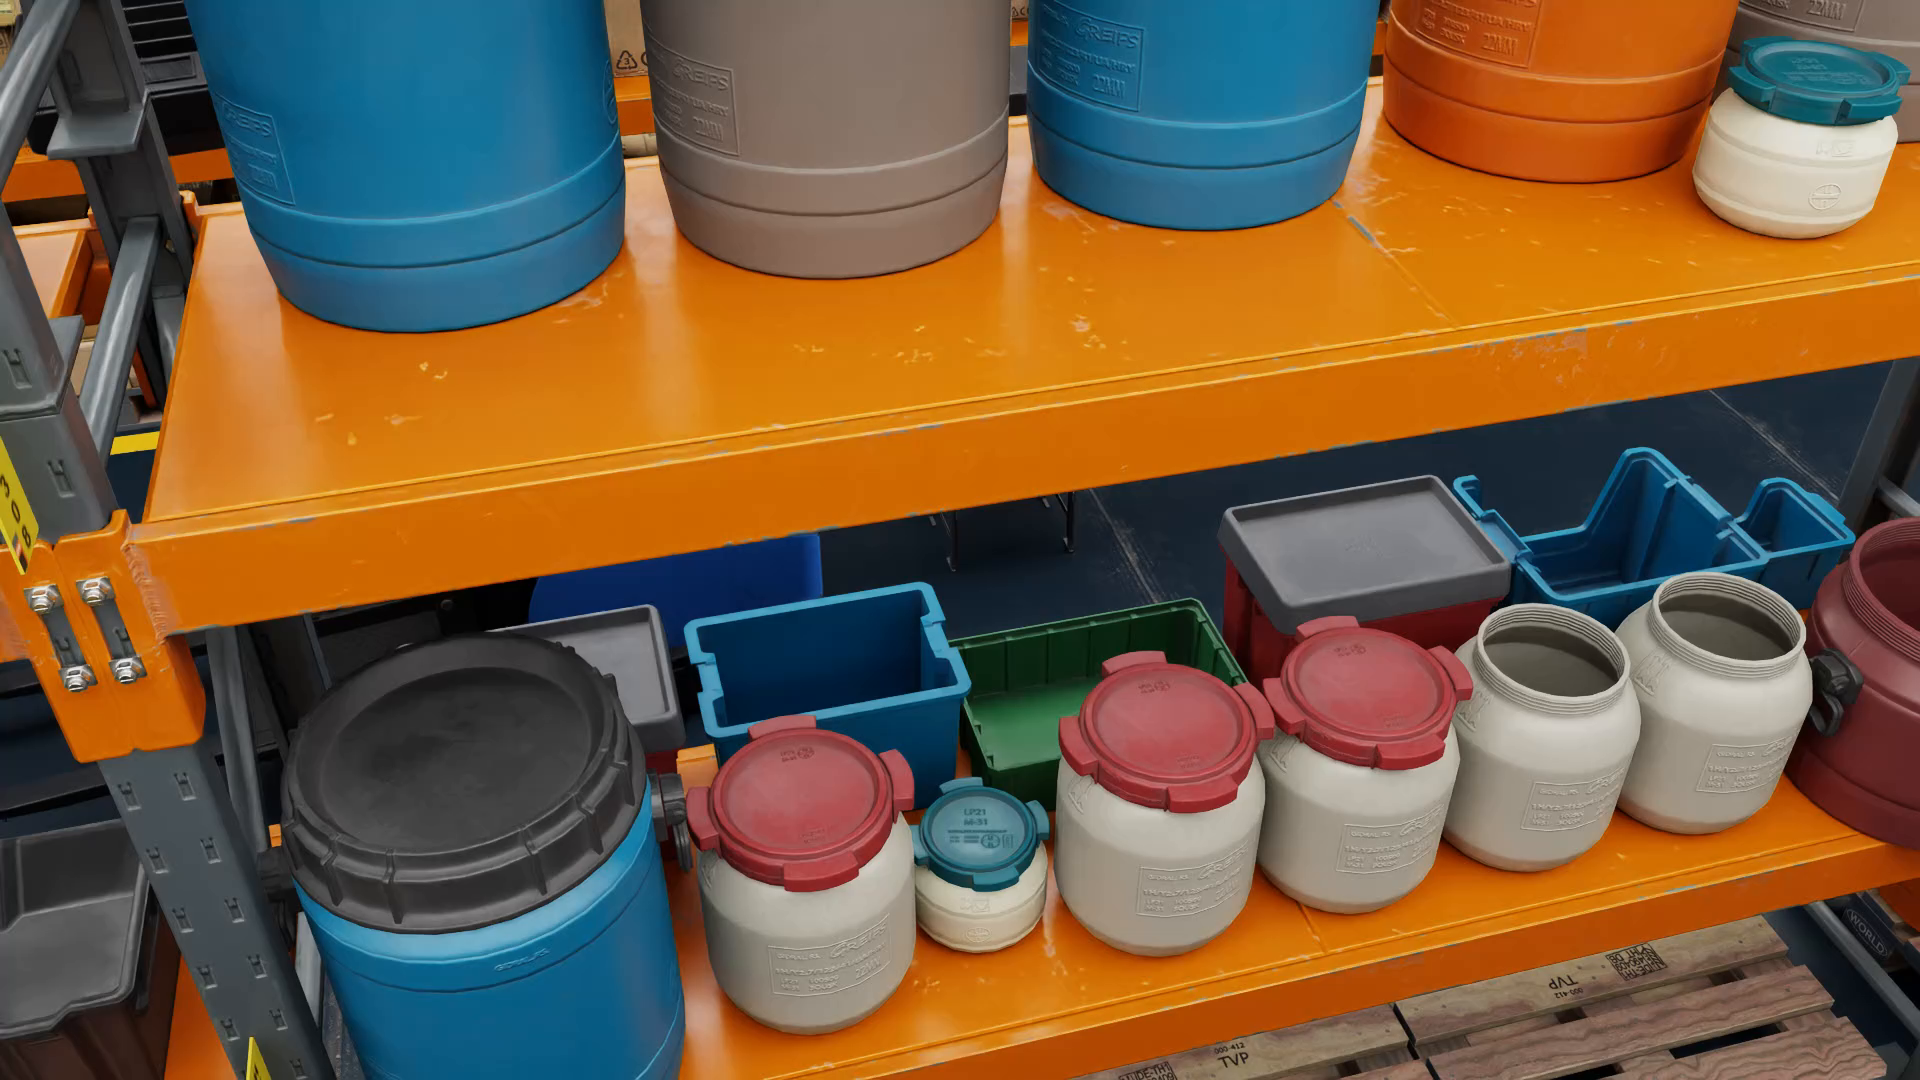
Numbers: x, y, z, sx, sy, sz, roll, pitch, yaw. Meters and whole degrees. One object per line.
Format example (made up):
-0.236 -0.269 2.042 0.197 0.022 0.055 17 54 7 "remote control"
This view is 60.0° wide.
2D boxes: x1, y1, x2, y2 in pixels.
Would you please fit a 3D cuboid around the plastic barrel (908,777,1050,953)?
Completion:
0.037 0.691 3.491 0.301 0.262 0.301 0 37 0 "plastic barrel"

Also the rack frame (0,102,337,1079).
-1.281 0.756 3.293 0.127 3.000 1.000 -9 38 -12 "rack frame"

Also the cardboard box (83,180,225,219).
-3.445 -1.249 7.214 0.500 0.500 0.500 -9 38 -12 "cardboard box"

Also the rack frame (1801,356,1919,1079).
2.581 0.122 4.121 0.127 3.000 1.000 -9 38 -12 "rack frame"

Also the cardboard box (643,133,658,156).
-1.269 -1.843 8.147 0.500 0.311 0.500 -9 38 -12 "cardboard box"

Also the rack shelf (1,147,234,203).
-4.499 -1.547 6.896 4.000 0.370 1.077 -9 38 -12 "rack shelf"

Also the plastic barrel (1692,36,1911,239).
1.414 -0.676 2.809 0.301 0.262 0.301 0 37 0 "plastic barrel"

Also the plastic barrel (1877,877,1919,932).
3.049 0.730 4.767 0.708 0.830 0.600 -9 38 -12 "plastic barrel"

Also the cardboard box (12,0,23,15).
-3.520 -2.155 6.483 0.250 0.149 0.380 -9 38 -12 "cardboard box"

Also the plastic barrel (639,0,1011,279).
-0.215 -0.946 2.636 0.600 0.901 0.600 0 37 0 "plastic barrel"

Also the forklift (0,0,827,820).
-2.043 -0.611 5.136 3.031 2.935 1.130 -14 40 -18 "forklift"

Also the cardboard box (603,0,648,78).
-1.314 -2.385 7.317 0.500 0.500 0.500 -7 38 -9 "cardboard box"

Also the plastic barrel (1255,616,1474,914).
0.826 0.494 3.523 0.433 0.535 0.433 0 37 0 "plastic barrel"

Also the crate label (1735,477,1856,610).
2.077 0.036 4.372 0.416 0.233 0.303 -9 38 -12 "crate label"

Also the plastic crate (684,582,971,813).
-0.297 0.405 3.765 0.575 0.384 0.392 -9 38 -12 "plastic crate"

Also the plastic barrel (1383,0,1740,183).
1.100 -1.133 2.940 0.708 0.830 0.600 -9 38 -12 "plastic barrel"

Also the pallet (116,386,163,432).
-3.347 -0.941 7.806 1.213 0.211 1.003 -9 38 -12 "pallet"

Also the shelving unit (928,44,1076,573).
0.160 -0.860 6.146 0.503 2.100 0.431 -9 38 -12 "shelving unit"

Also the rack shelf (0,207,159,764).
-3.211 0.167 2.186 4.000 0.370 1.077 -9 38 -12 "rack shelf"

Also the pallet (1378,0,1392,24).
1.929 -2.856 8.173 1.003 0.211 1.213 -9 38 -12 "pallet"

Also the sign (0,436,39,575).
-1.148 -0.114 1.955 0.005 0.325 0.100 -9 38 -12 "sign"

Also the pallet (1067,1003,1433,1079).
0.647 1.521 4.588 1.213 0.211 1.003 -9 38 -12 "pallet"

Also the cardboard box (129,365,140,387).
-3.444 -0.950 7.440 0.500 0.250 0.500 -9 38 -12 "cardboard box"

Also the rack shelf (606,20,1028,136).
-0.638 -2.181 7.724 4.000 0.370 1.077 -9 38 -12 "rack shelf"

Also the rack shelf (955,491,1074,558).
0.160 -0.293 6.580 0.480 0.518 0.431 -9 38 -12 "rack shelf"

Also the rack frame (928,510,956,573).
-0.076 -0.822 6.096 0.015 2.100 0.400 -9 38 -12 "rack frame"

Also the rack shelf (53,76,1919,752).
0.650 -0.466 3.014 4.000 0.370 1.077 -9 38 -12 "rack shelf"

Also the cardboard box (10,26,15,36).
-3.503 -2.028 6.850 0.500 0.500 0.700 -10 38 -12 "cardboard box"

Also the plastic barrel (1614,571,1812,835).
1.644 0.366 3.710 0.421 0.512 0.421 0 37 0 "plastic barrel"

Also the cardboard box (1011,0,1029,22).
0.379 -2.720 7.910 0.500 0.311 0.500 -10 38 -12 "cardboard box"

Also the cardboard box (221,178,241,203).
-3.098 -1.633 7.716 0.500 0.500 0.500 -9 38 -12 "cardboard box"

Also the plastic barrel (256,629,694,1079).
-0.829 0.673 2.988 0.708 0.901 0.600 -9 38 -12 "plastic barrel"

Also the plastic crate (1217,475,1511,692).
0.941 0.174 4.002 0.583 0.464 0.402 -9 38 -12 "plastic crate"
